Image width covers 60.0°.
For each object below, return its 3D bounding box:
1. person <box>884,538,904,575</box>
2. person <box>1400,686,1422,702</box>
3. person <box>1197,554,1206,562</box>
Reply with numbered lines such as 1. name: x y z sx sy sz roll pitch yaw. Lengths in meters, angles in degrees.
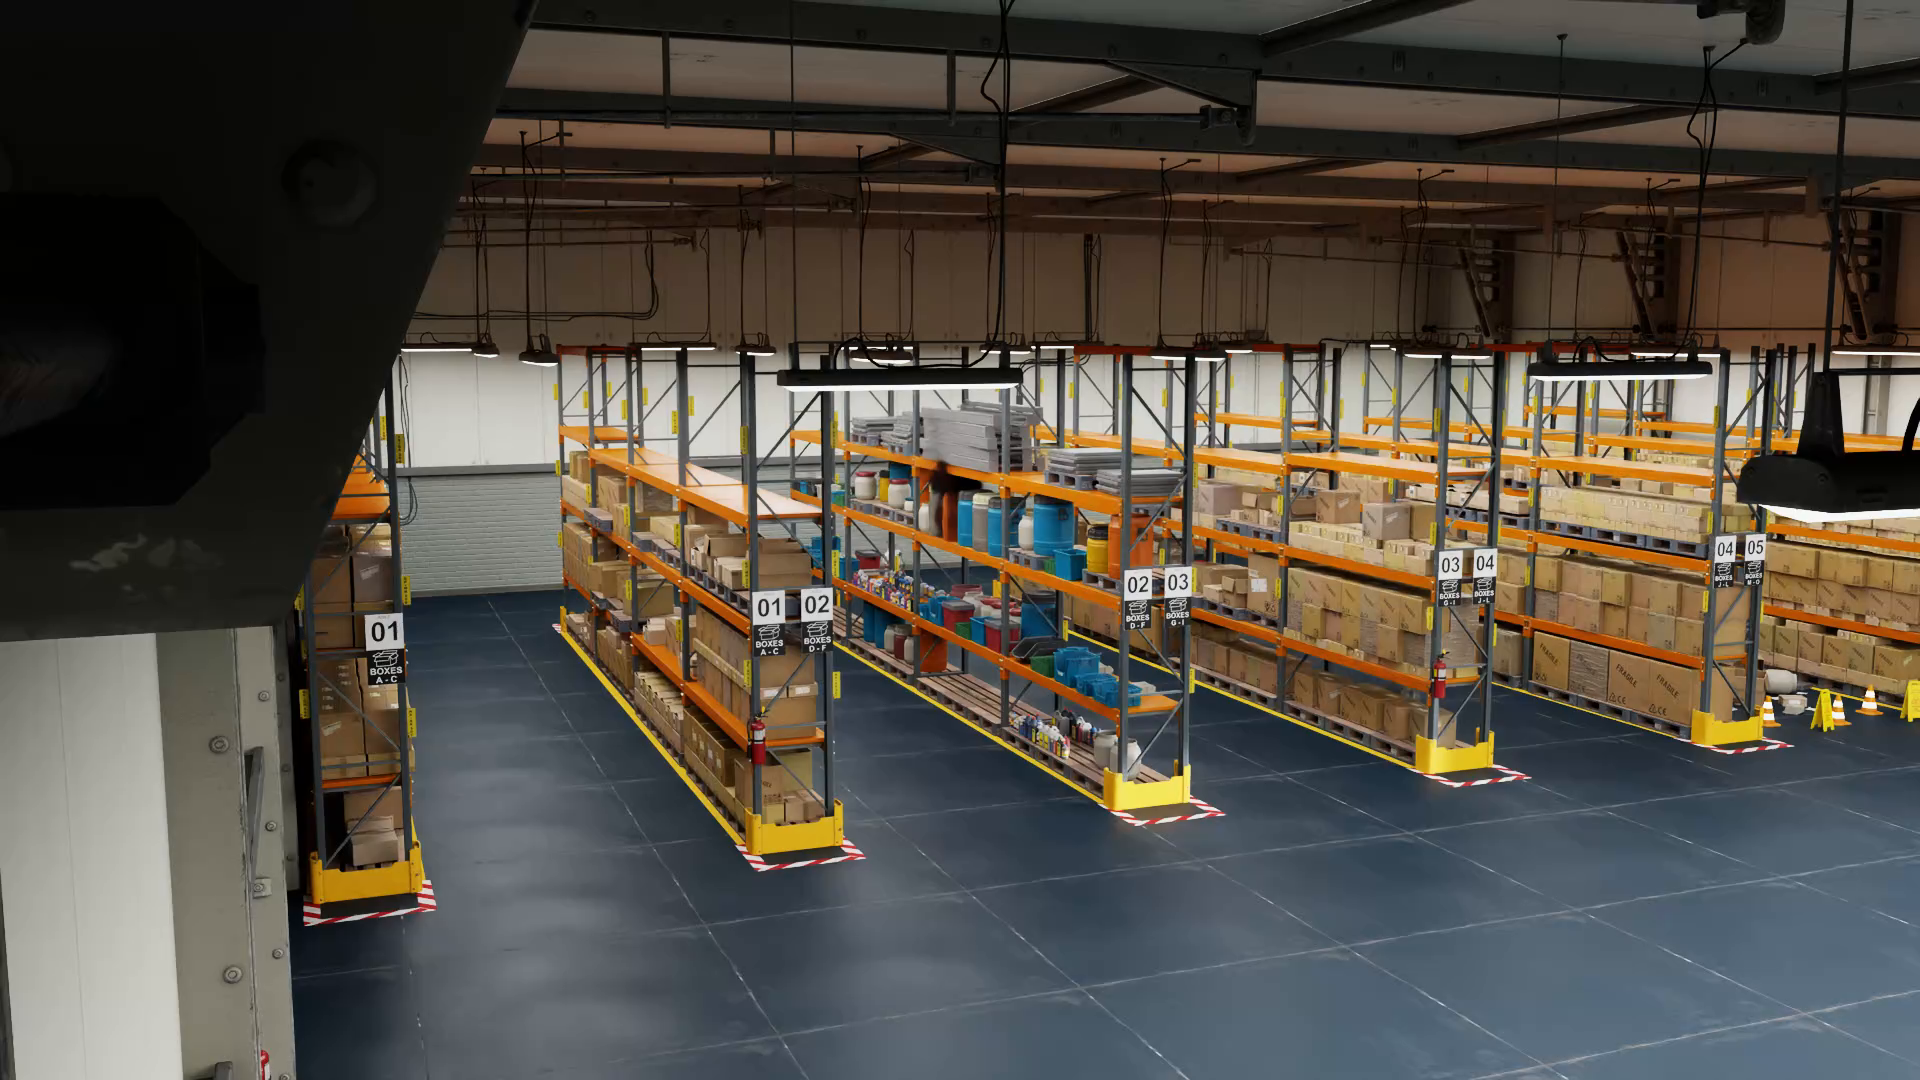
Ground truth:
1. person: -1.475 0.817 36.853 0.547 1.749 0.848 -4 8 -28
2. person: 7.831 1.978 28.121 0.610 1.546 0.924 -4 8 -29
3. person: 5.144 1.049 35.068 0.685 1.676 0.660 -1 7 -9
